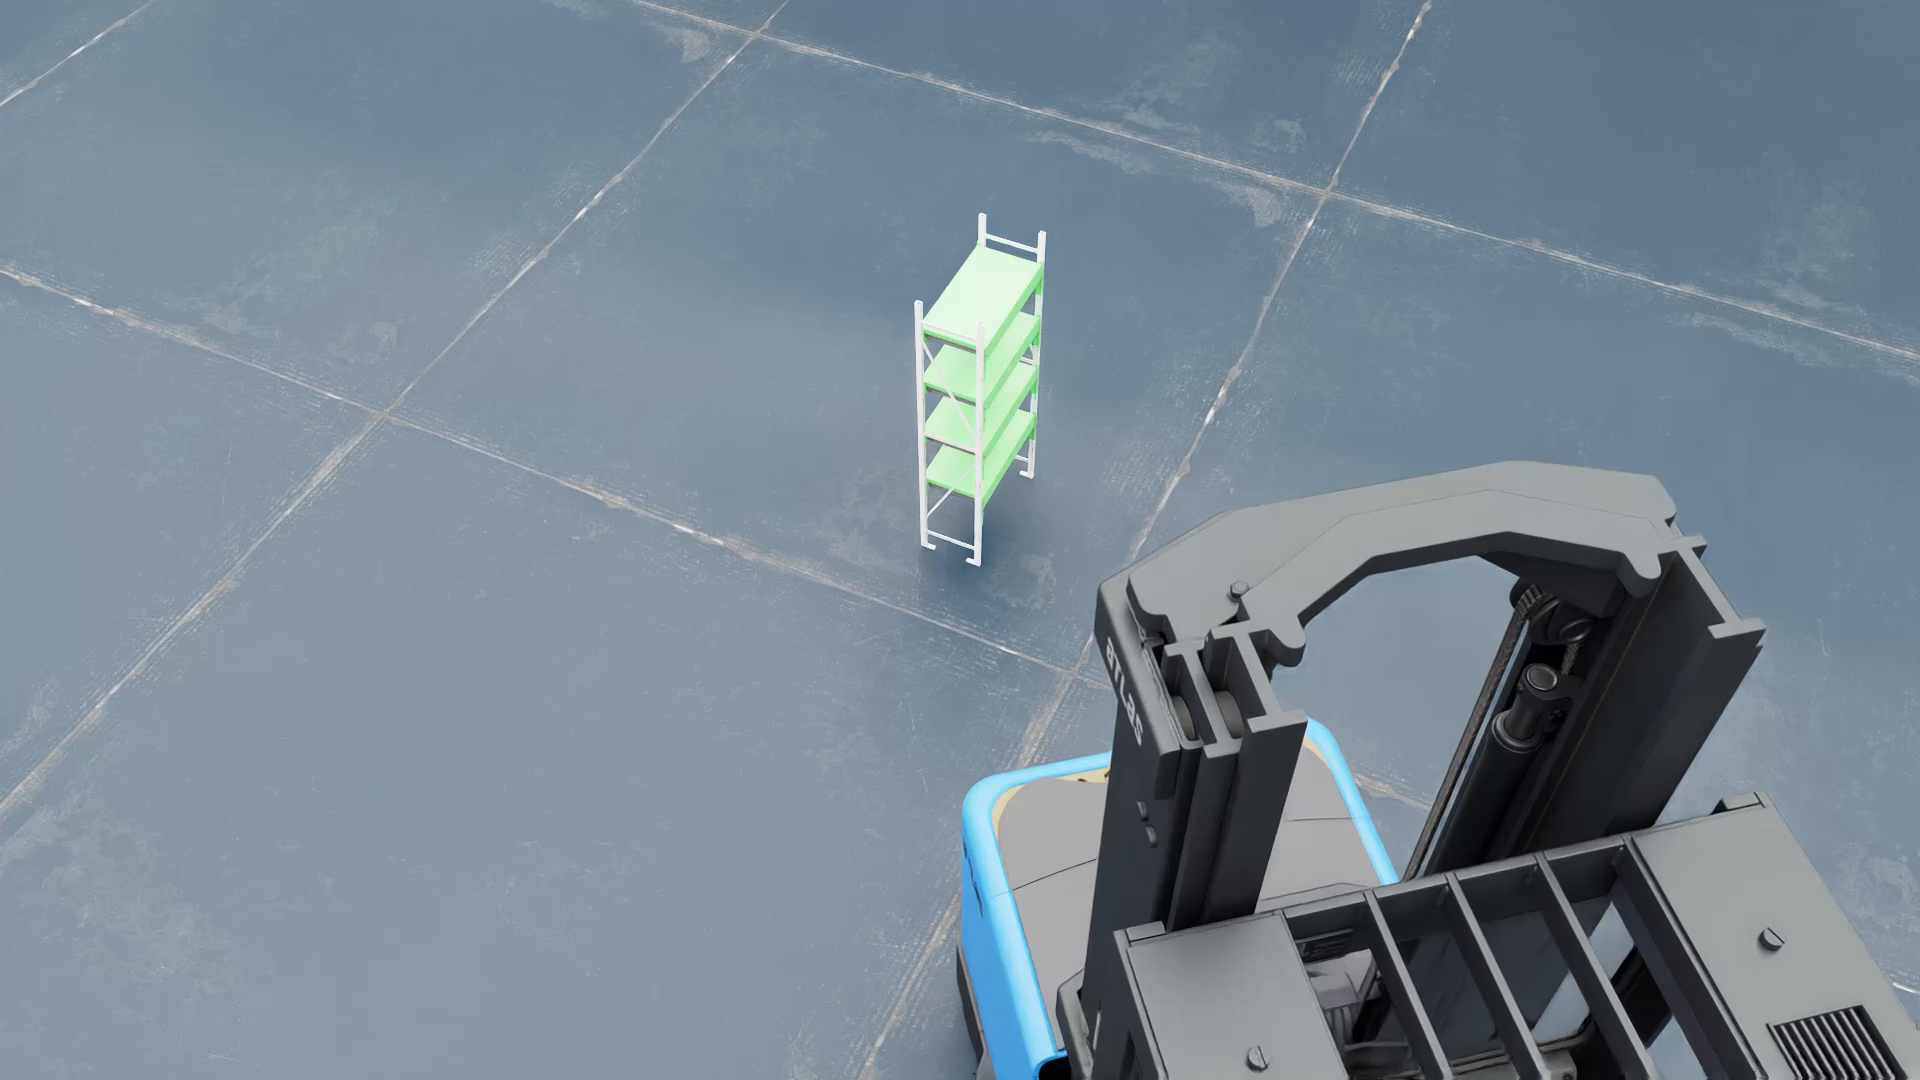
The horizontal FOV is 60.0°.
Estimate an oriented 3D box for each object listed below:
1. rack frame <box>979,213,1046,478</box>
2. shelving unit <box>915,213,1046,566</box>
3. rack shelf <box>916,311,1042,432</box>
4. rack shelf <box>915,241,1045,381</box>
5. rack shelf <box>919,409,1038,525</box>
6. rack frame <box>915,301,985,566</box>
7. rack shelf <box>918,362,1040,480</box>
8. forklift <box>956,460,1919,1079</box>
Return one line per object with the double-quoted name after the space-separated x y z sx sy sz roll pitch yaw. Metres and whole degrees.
0.175 -0.671 6.033 0.240 1.200 0.015 20 52 16 "rack frame"
0.071 -0.503 5.890 0.258 1.200 0.503 20 52 16 "shelving unit"
0.071 -0.617 5.756 0.258 0.148 0.480 20 52 16 "rack shelf"
0.071 -0.772 5.573 0.258 0.148 0.480 20 52 16 "rack shelf"
0.071 -0.306 6.121 0.258 0.148 0.480 20 52 16 "rack shelf"
-0.034 -0.335 5.747 0.240 1.200 0.015 20 52 16 "rack frame"
0.071 -0.461 5.939 0.258 0.148 0.480 20 52 16 "rack shelf"
0.825 1.383 3.149 1.130 2.935 3.031 -10 50 -9 "forklift"
